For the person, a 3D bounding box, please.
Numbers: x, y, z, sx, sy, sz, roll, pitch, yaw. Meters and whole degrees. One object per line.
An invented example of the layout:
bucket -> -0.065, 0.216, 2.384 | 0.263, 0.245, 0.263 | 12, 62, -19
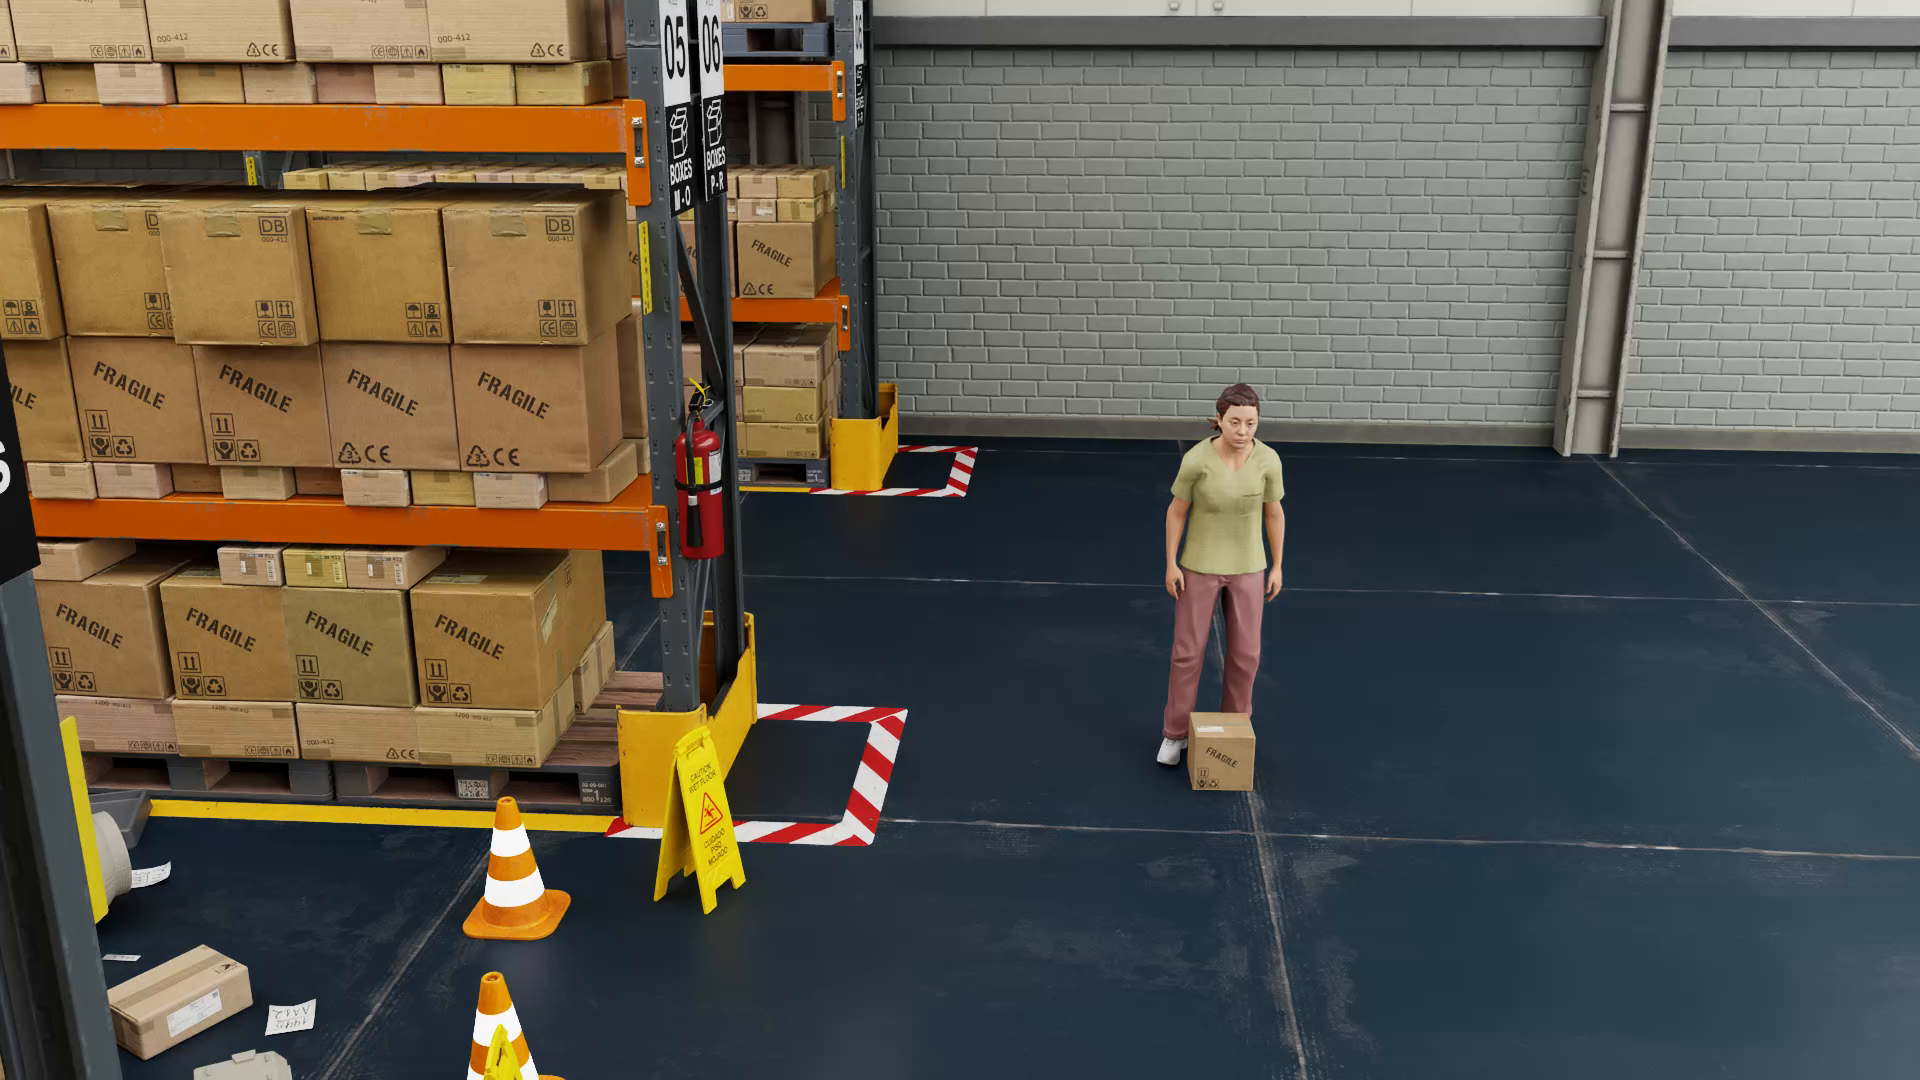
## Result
person -> 1.121, 0.146, 7.094 | 0.521, 1.672, 0.351 | 0, 18, 1
